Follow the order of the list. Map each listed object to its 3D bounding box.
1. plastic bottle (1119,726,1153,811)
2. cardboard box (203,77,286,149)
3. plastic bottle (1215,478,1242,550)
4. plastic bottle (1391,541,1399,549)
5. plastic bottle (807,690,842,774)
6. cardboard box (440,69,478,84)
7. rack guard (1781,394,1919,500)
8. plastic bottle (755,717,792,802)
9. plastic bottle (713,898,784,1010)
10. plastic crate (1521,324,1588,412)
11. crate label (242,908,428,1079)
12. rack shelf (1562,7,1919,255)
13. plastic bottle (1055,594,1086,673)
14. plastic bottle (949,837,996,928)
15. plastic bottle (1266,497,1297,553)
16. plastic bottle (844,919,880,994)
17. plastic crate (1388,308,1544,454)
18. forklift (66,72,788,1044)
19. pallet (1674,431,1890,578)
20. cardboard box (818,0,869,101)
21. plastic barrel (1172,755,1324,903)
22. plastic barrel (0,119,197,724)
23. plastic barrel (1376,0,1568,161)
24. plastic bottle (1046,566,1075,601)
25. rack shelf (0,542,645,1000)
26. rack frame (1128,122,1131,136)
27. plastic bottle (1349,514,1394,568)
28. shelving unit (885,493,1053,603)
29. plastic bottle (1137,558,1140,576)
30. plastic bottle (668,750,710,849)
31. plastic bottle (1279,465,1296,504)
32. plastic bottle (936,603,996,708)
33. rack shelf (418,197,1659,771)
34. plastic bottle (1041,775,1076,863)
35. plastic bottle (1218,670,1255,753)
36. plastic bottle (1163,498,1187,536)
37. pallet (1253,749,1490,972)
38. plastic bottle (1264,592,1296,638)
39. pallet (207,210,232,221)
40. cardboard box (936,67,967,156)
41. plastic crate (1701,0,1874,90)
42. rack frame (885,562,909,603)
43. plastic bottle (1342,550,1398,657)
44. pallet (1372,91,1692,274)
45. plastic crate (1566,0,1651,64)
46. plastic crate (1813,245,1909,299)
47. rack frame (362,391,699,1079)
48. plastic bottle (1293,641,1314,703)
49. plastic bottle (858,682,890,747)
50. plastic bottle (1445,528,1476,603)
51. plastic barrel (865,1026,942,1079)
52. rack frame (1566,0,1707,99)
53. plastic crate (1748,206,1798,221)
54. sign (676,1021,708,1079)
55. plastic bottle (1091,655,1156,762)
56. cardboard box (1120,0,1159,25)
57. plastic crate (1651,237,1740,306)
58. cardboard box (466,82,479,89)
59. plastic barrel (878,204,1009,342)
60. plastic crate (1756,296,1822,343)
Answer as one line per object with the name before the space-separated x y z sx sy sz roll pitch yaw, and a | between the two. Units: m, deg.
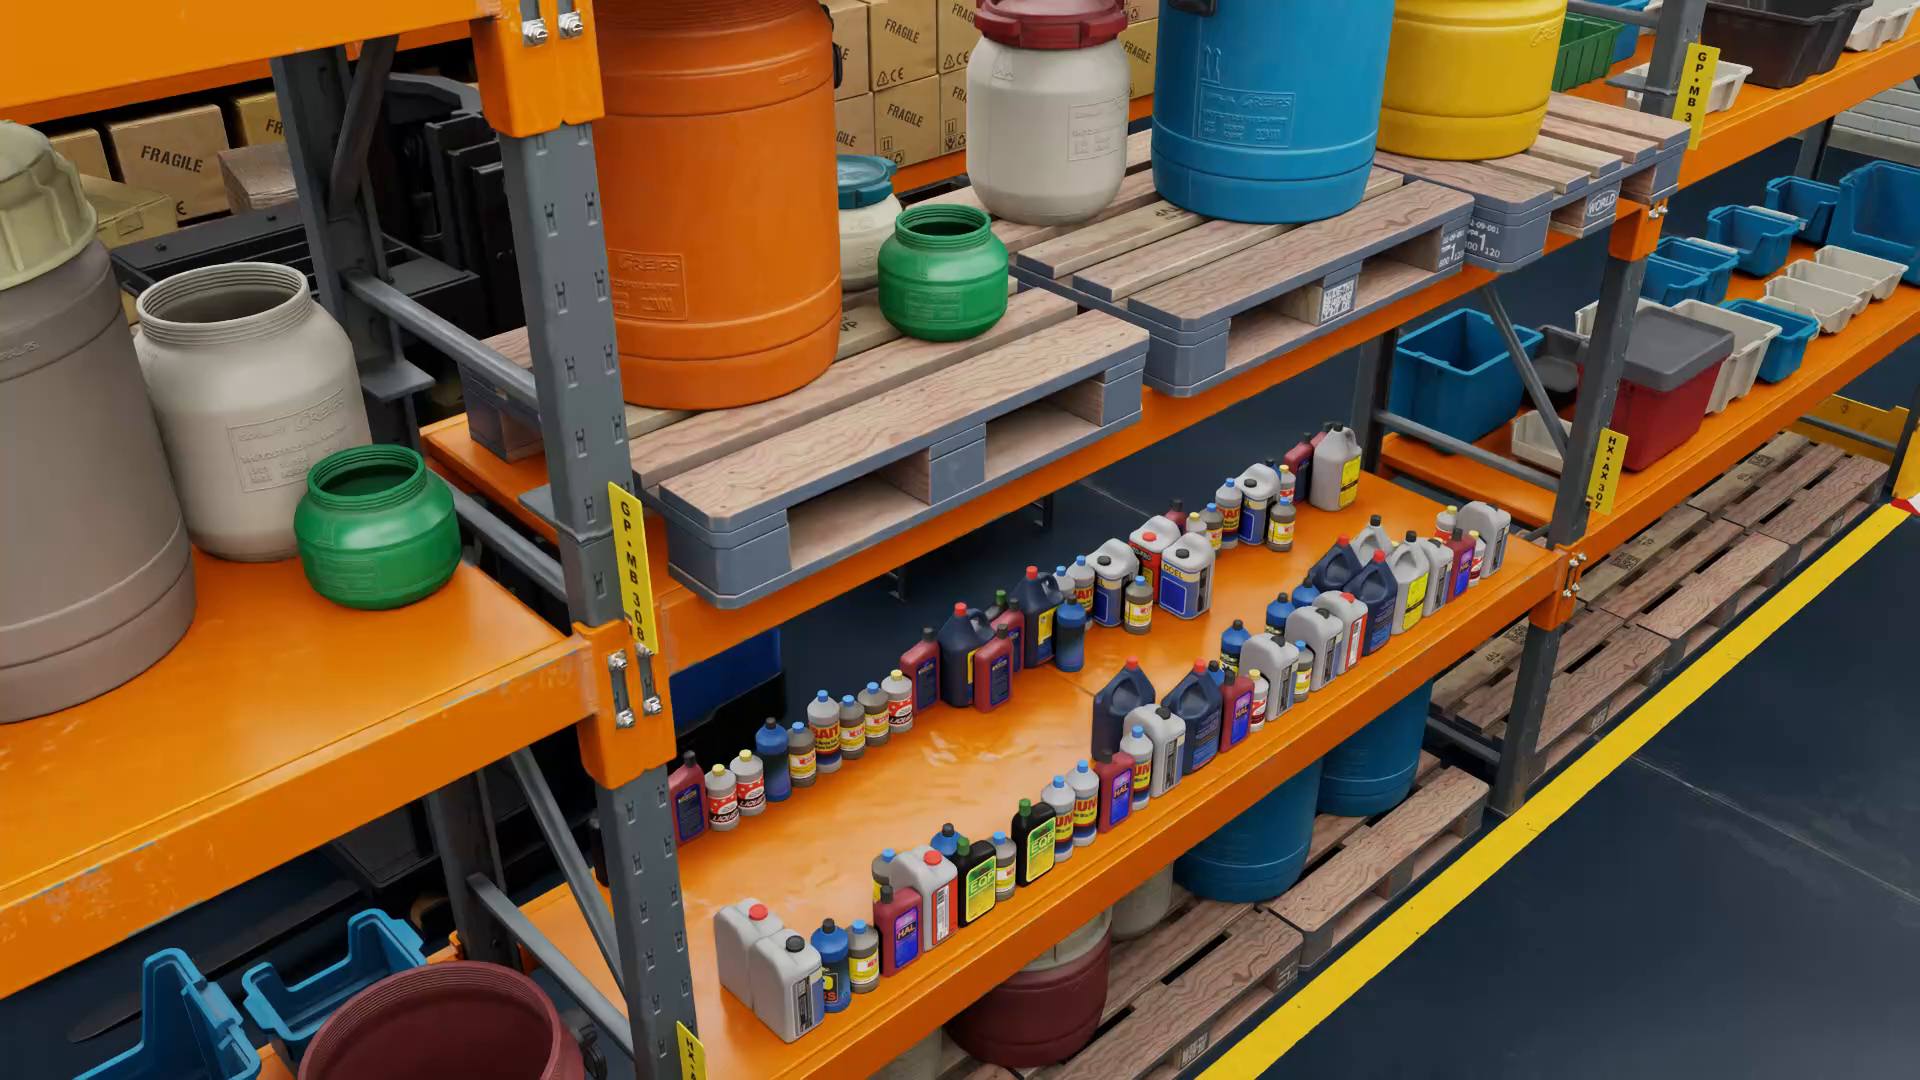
plastic bottle | 0.517 0.665 4.910 0.097 0.271 0.097 0 31 0
cardboard box | -5.162 -3.110 12.619 0.750 0.750 0.750 -25 40 -35
plastic bottle | 0.992 -0.105 6.169 0.097 0.271 0.097 0 31 0
plastic bottle | 1.527 0.098 5.904 0.097 0.201 0.097 0 31 0
plastic bottle | -0.412 0.575 5.058 0.097 0.271 0.097 0 31 0
cardboard box | -4.155 -3.467 13.538 0.500 0.500 0.700 -25 39 -35
rack guard | 4.904 -0.704 9.422 0.348 0.500 1.175 -26 40 -35
plastic bottle | -0.555 0.644 4.945 0.097 0.271 0.097 0 31 0
plastic bottle | -0.537 1.045 4.284 0.135 0.276 0.152 -26 40 -35
plastic crate | 2.601 -0.746 7.301 0.590 0.125 0.437 -26 40 -35
crate label | -1.534 1.158 4.142 0.416 0.233 0.303 -26 40 -35
rack shelf | 3.429 -2.021 6.993 4.000 0.370 1.077 -26 40 -35
plastic bottle | 0.367 0.301 5.507 0.097 0.271 0.097 0 31 0
plastic bottle | 0.035 0.906 4.505 0.133 0.283 0.061 -26 40 -35
plastic bottle | 1.194 -0.064 6.170 0.097 0.201 0.097 0 31 0
plastic bottle | -0.258 1.070 4.315 0.097 0.201 0.097 0 31 0
plastic crate | 2.073 -0.653 6.901 0.575 0.384 0.392 -26 40 -35
forklift | -2.153 -0.061 6.040 1.130 2.935 3.031 27 40 37
pallet | 4.265 -0.290 9.022 1.213 0.211 1.003 -26 40 -35
cardboard box | -0.866 -2.763 9.339 0.500 0.500 0.500 -25 39 -34
plastic barrel | 1.033 0.815 6.150 0.708 0.901 0.600 -26 40 -35
plastic barrel | -1.720 -0.205 2.854 0.600 0.901 0.600 0 31 0
plastic barrel | 1.431 -1.476 4.830 0.600 0.588 0.600 0 31 0
plastic bottle | 0.340 0.211 5.653 0.097 0.271 0.097 0 31 0
rack shelf | -2.437 0.817 2.353 4.000 0.370 1.077 -26 40 -35
rack frame | 1.530 -3.653 11.849 0.127 3.000 1.000 -26 40 -35
plastic bottle | 1.413 0.079 5.793 0.185 0.351 0.144 -26 40 -35
shelving unit | -0.063 -0.610 8.309 1.048 1.500 0.538 -26 40 -35
plastic bottle | 0.581 0.124 5.862 0.097 0.201 0.097 0 31 0
plastic bottle | -0.795 0.742 4.774 0.133 0.283 0.061 -26 40 -35
plastic bottle | 1.234 -0.192 6.378 0.097 0.201 0.097 0 31 0
plastic bottle | 0.019 0.349 5.351 0.185 0.351 0.144 -26 40 -35
rack shelf | 0.496 -0.602 4.673 4.000 0.370 1.077 -26 40 -35
plastic bottle | 0.276 0.782 4.720 0.097 0.271 0.097 0 31 0
plastic bottle | 0.848 0.513 5.148 0.133 0.283 0.061 -26 40 -35
plastic bottle | 0.752 -0.007 5.997 0.133 0.283 0.061 -26 40 -35
pallet | 1.368 1.109 6.734 1.213 0.211 1.003 -26 40 -35
plastic bottle | 1.059 0.295 5.515 0.097 0.271 0.097 0 31 0
pallet | -5.288 -2.636 12.859 1.213 0.211 1.003 -26 40 -35
cardboard box | -0.102 -2.713 10.216 0.500 0.500 0.500 -26 40 -36
plastic crate | 3.060 -1.898 6.229 0.590 0.269 0.497 -26 40 -35
rack frame | -0.435 -0.429 8.014 0.032 1.500 0.500 -26 40 -35
plastic bottle | 1.375 0.199 5.596 0.185 0.351 0.144 -26 40 -35
pallet | 1.454 -1.222 5.179 1.003 0.211 1.213 -26 40 -35
plastic crate | 2.413 -1.992 6.417 0.300 0.233 0.416 -26 40 -35
plastic crate | 4.421 -1.312 8.215 0.243 0.136 0.396 -26 40 -35
rack frame | -0.971 1.080 4.108 0.127 3.000 1.000 -26 40 -35
plastic bottle | 1.091 0.418 5.382 0.097 0.201 0.097 0 31 0
plastic bottle | -0.269 0.536 5.189 0.097 0.201 0.097 0 31 0
plastic bottle | 1.755 0.074 5.865 0.133 0.283 0.061 -26 40 -35
plastic barrel | -0.270 1.548 5.325 0.421 0.512 0.421 0 31 0
rack frame | 1.963 -2.898 4.863 0.127 3.000 1.000 -26 40 -35
plastic crate | 4.199 -1.627 8.730 0.298 0.136 0.250 -26 40 -35
sign | -0.591 1.219 3.725 0.005 0.325 0.100 -26 40 -35
plastic bottle | 0.501 0.514 5.081 0.185 0.351 0.144 -26 40 -35
cardboard box | 1.021 -3.680 10.839 0.500 0.500 0.500 -25 39 -34
plastic crate | 3.525 -1.283 8.075 0.300 0.233 0.416 -26 40 -35
cardboard box | -2.363 -2.106 8.820 0.500 0.500 0.700 -19 36 -28
plastic barrel | -0.037 -0.600 3.727 0.294 0.245 0.294 0 31 0
plastic crate | 3.806 -0.994 7.696 0.250 0.136 0.298 -26 40 -35
